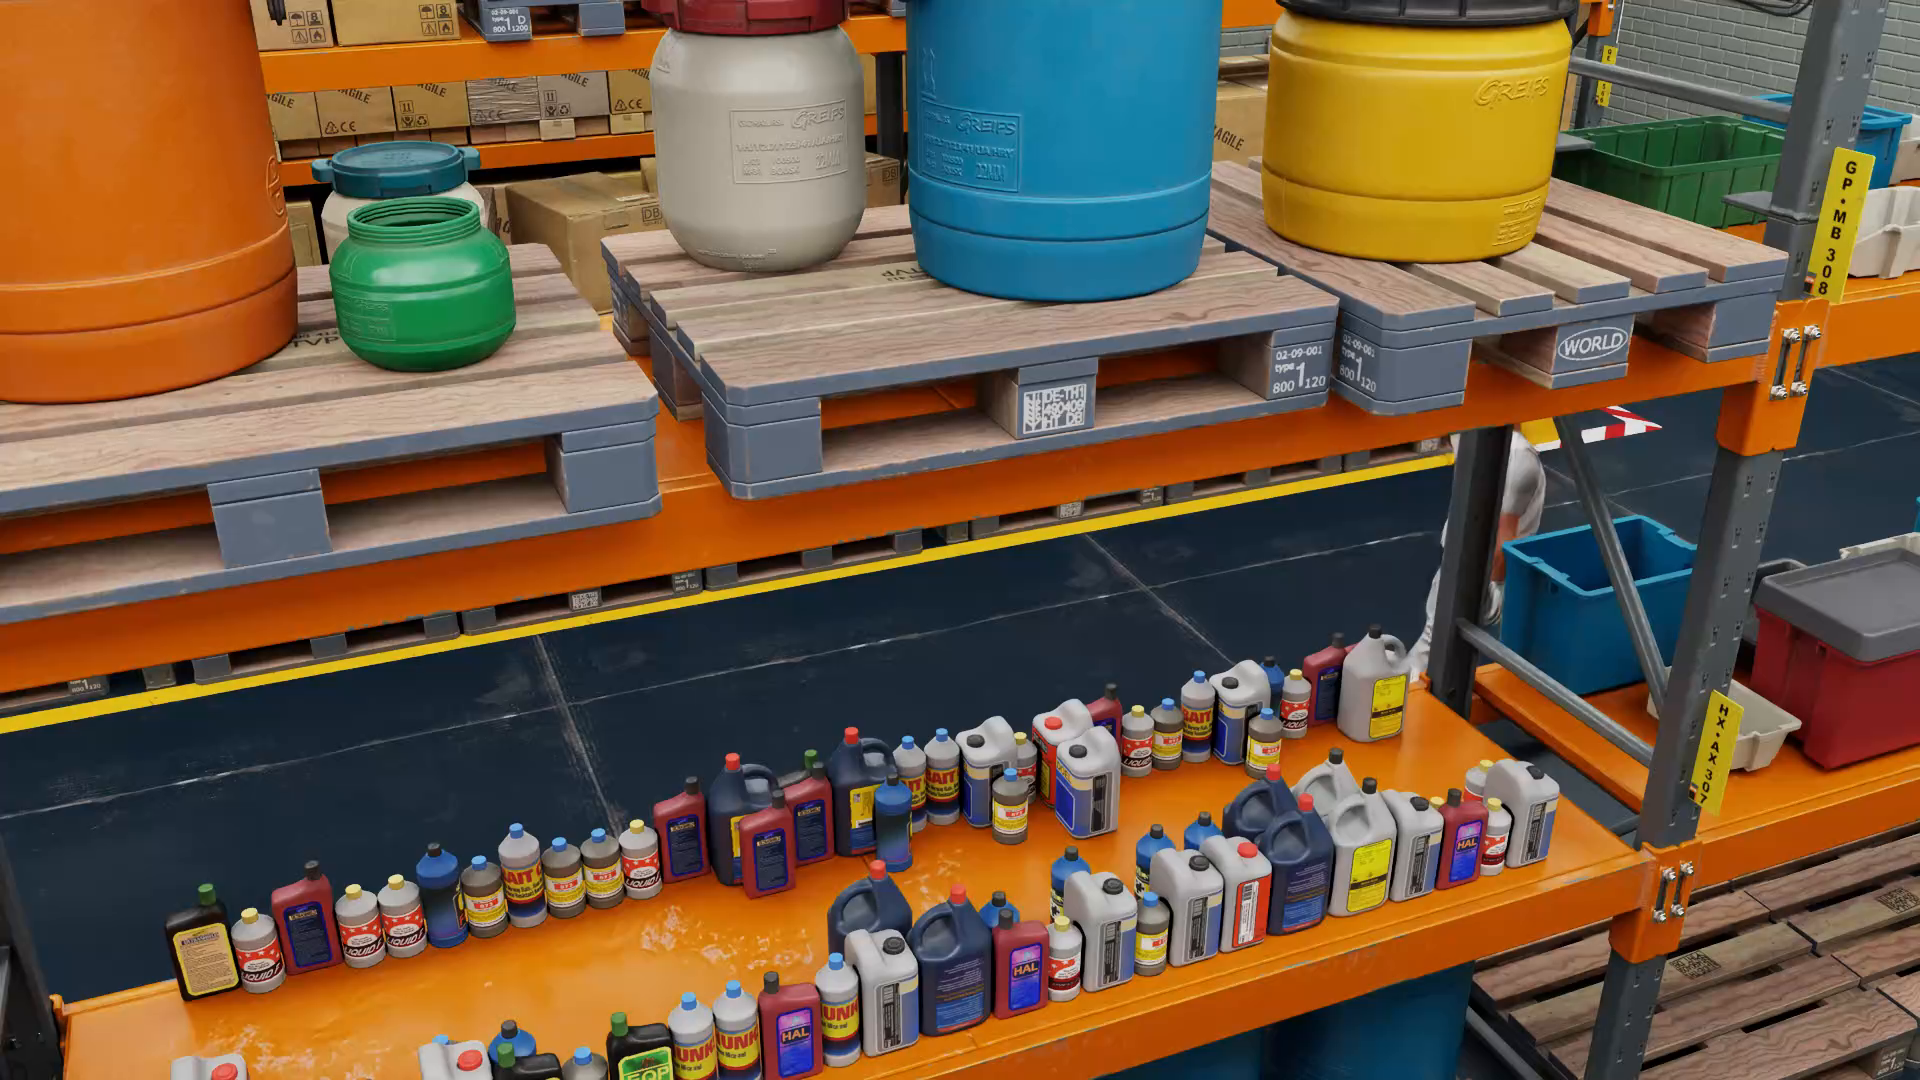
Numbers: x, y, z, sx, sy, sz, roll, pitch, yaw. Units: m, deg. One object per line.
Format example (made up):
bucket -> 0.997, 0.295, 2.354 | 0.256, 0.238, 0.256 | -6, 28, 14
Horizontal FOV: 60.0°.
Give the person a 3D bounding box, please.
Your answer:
person -> 2.293, 0.044, 6.949 | 0.968, 1.737, 0.569 | -9, 27, -19
